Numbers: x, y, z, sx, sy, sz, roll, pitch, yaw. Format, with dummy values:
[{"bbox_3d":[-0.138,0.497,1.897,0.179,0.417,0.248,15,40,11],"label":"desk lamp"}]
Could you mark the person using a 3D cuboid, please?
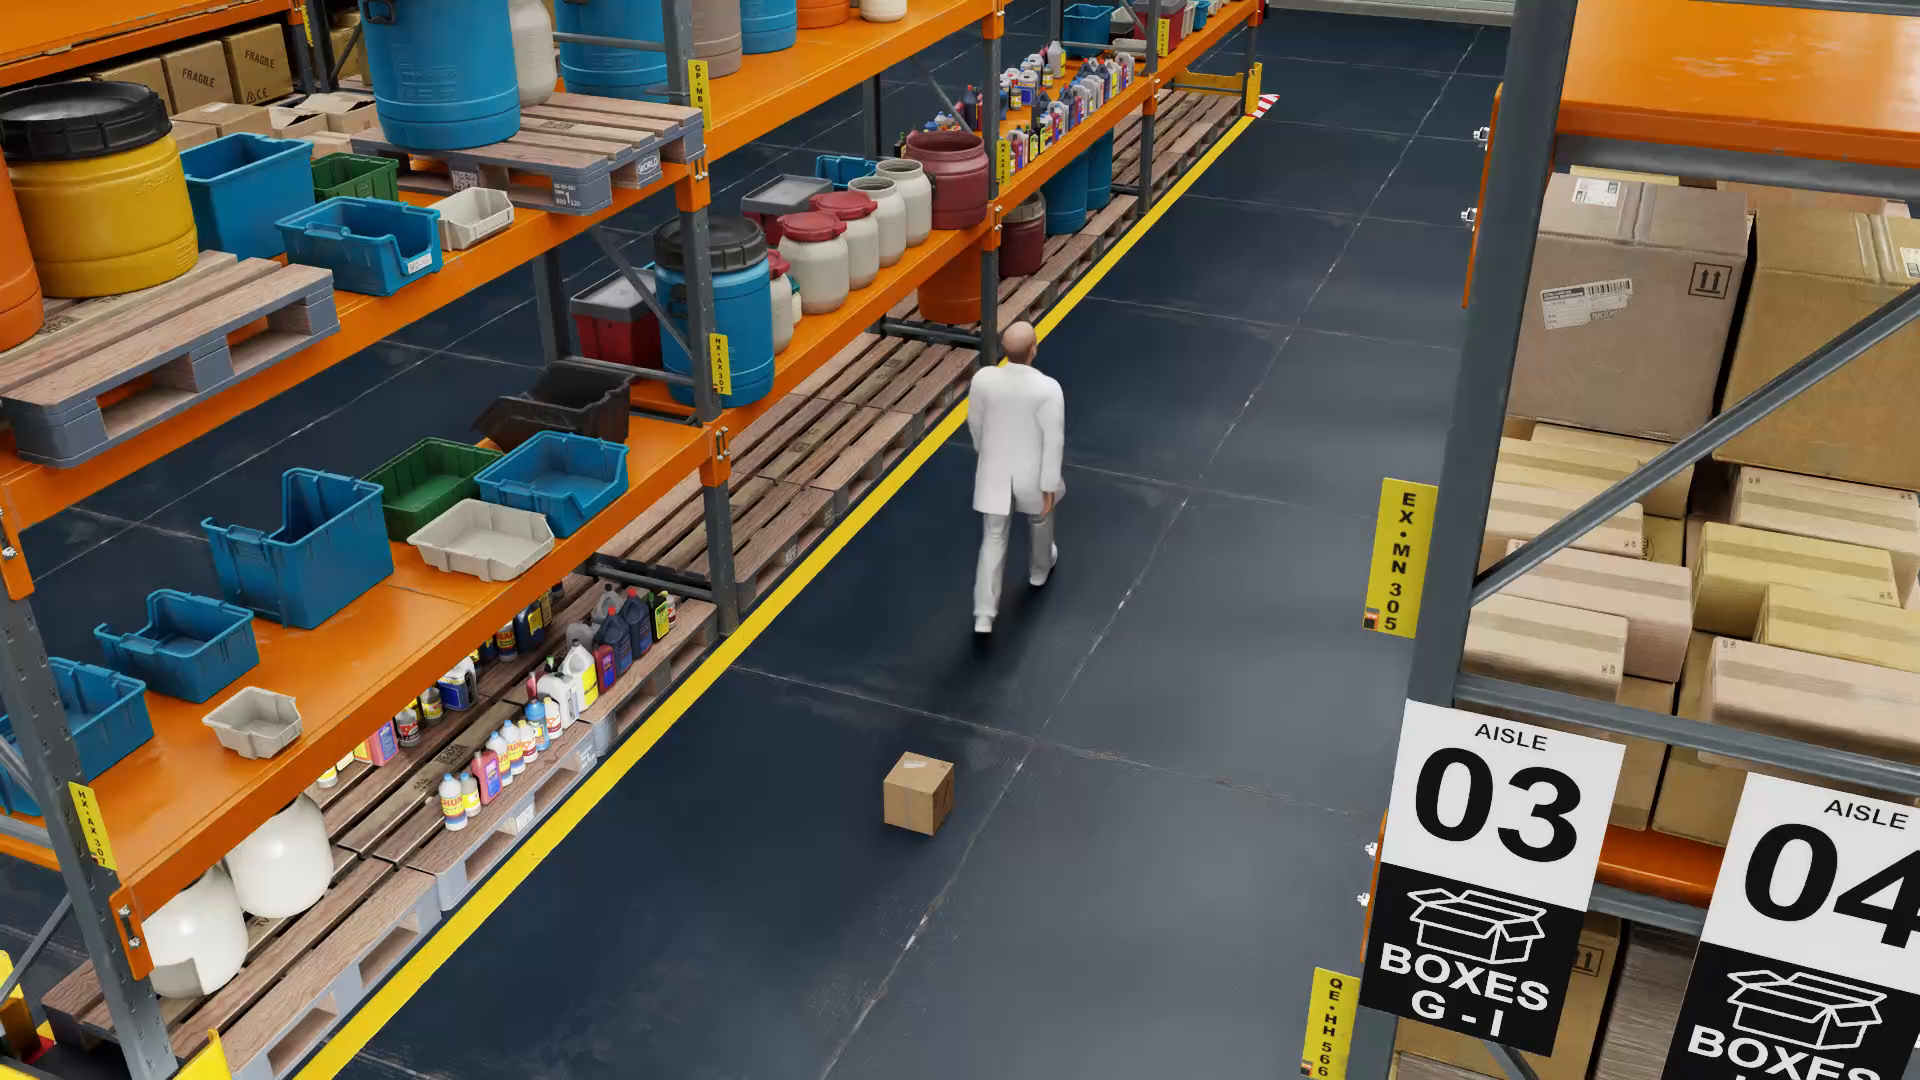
[{"bbox_3d":[0.309,-0.397,9.126,0.569,1.729,1.145,7,30,12],"label":"person"}]
